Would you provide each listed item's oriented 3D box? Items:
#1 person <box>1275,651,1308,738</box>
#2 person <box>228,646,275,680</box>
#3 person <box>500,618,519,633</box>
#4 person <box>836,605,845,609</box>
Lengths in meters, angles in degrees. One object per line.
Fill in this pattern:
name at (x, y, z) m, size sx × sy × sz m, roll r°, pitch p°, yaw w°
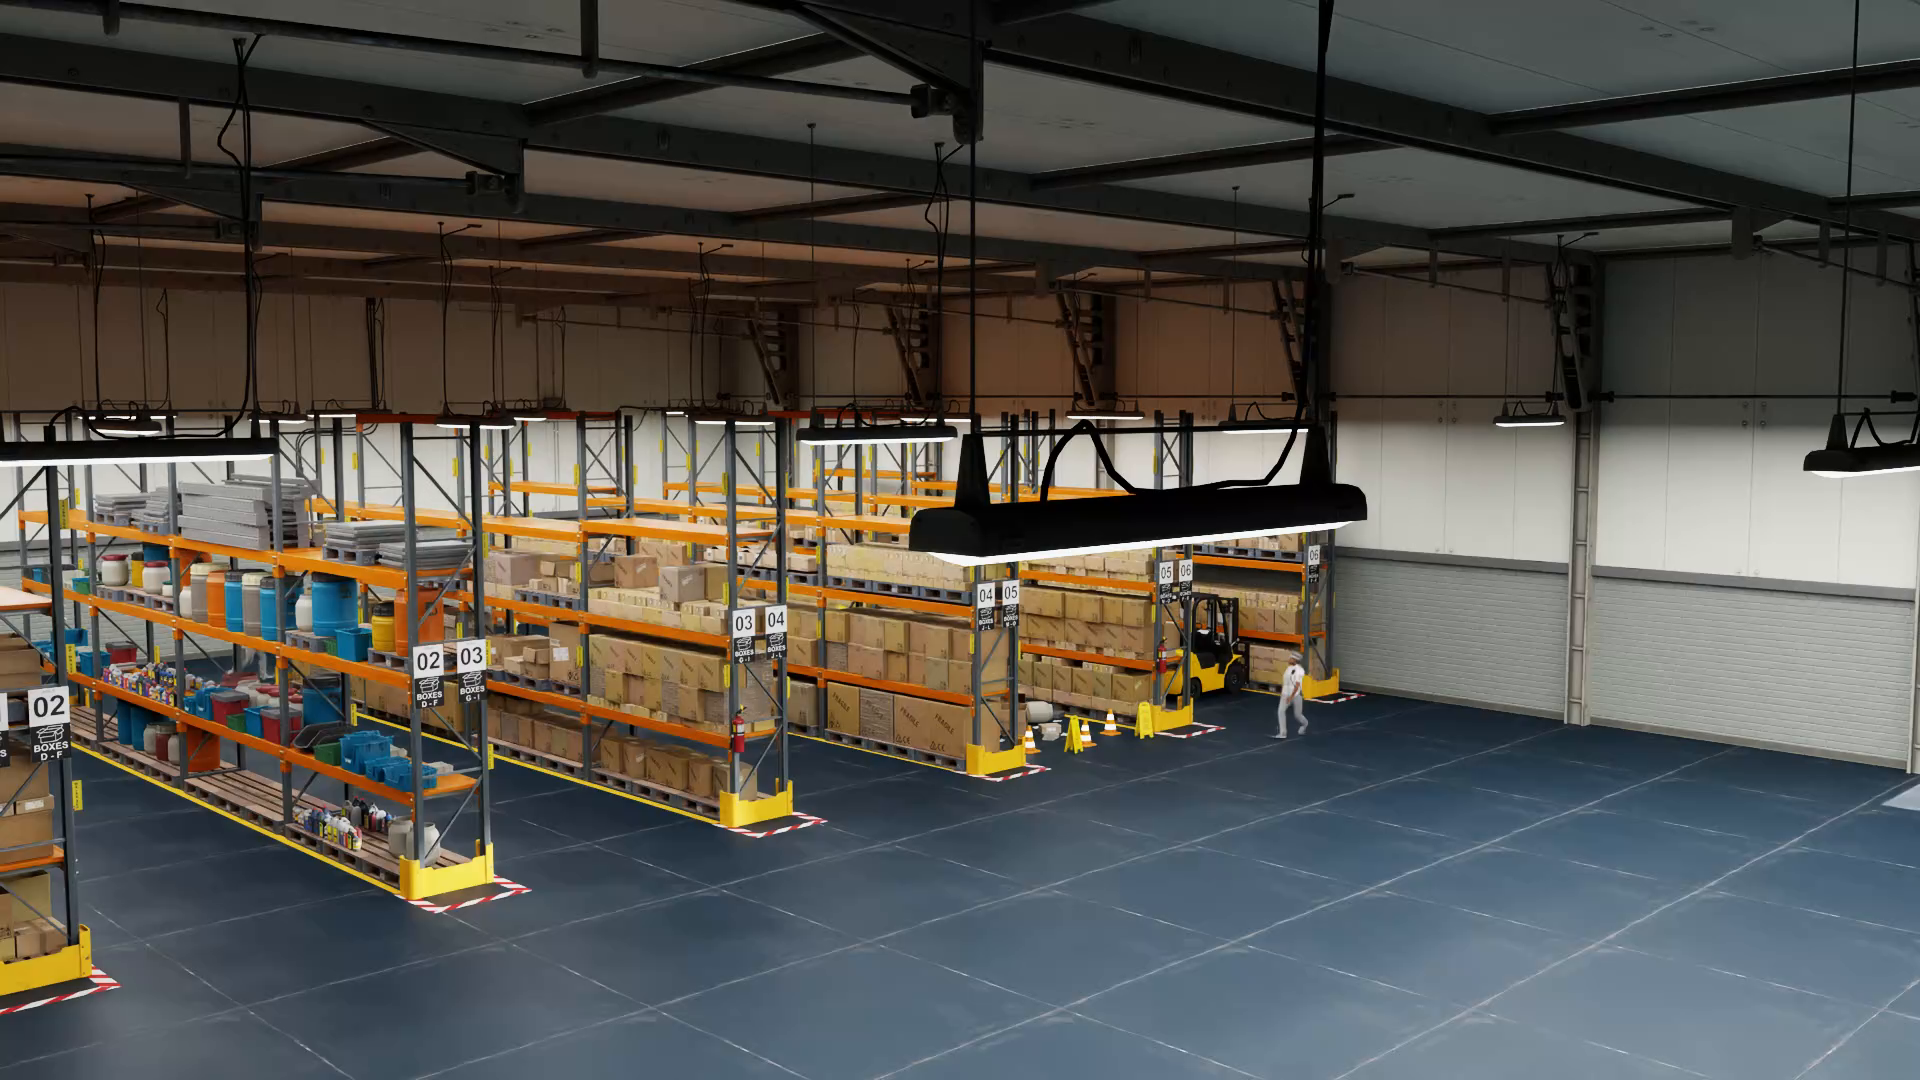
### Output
person at (6.138, 2.860, 30.845) m, size 0.420 × 1.578 × 0.927 m, roll 3°, pitch 6°, yaw 33°
person at (-15.741, 2.271, 36.856) m, size 0.964 × 1.709 × 0.647 m, roll -2°, pitch 5°, yaw -20°
person at (-11.059, 1.897, 40.792) m, size 0.628 × 1.766 × 0.546 m, roll -1°, pitch 5°, yaw -12°
person at (-2.604, 2.298, 36.150) m, size 0.575 × 1.776 × 0.380 m, roll 3°, pitch 6°, yaw 31°
